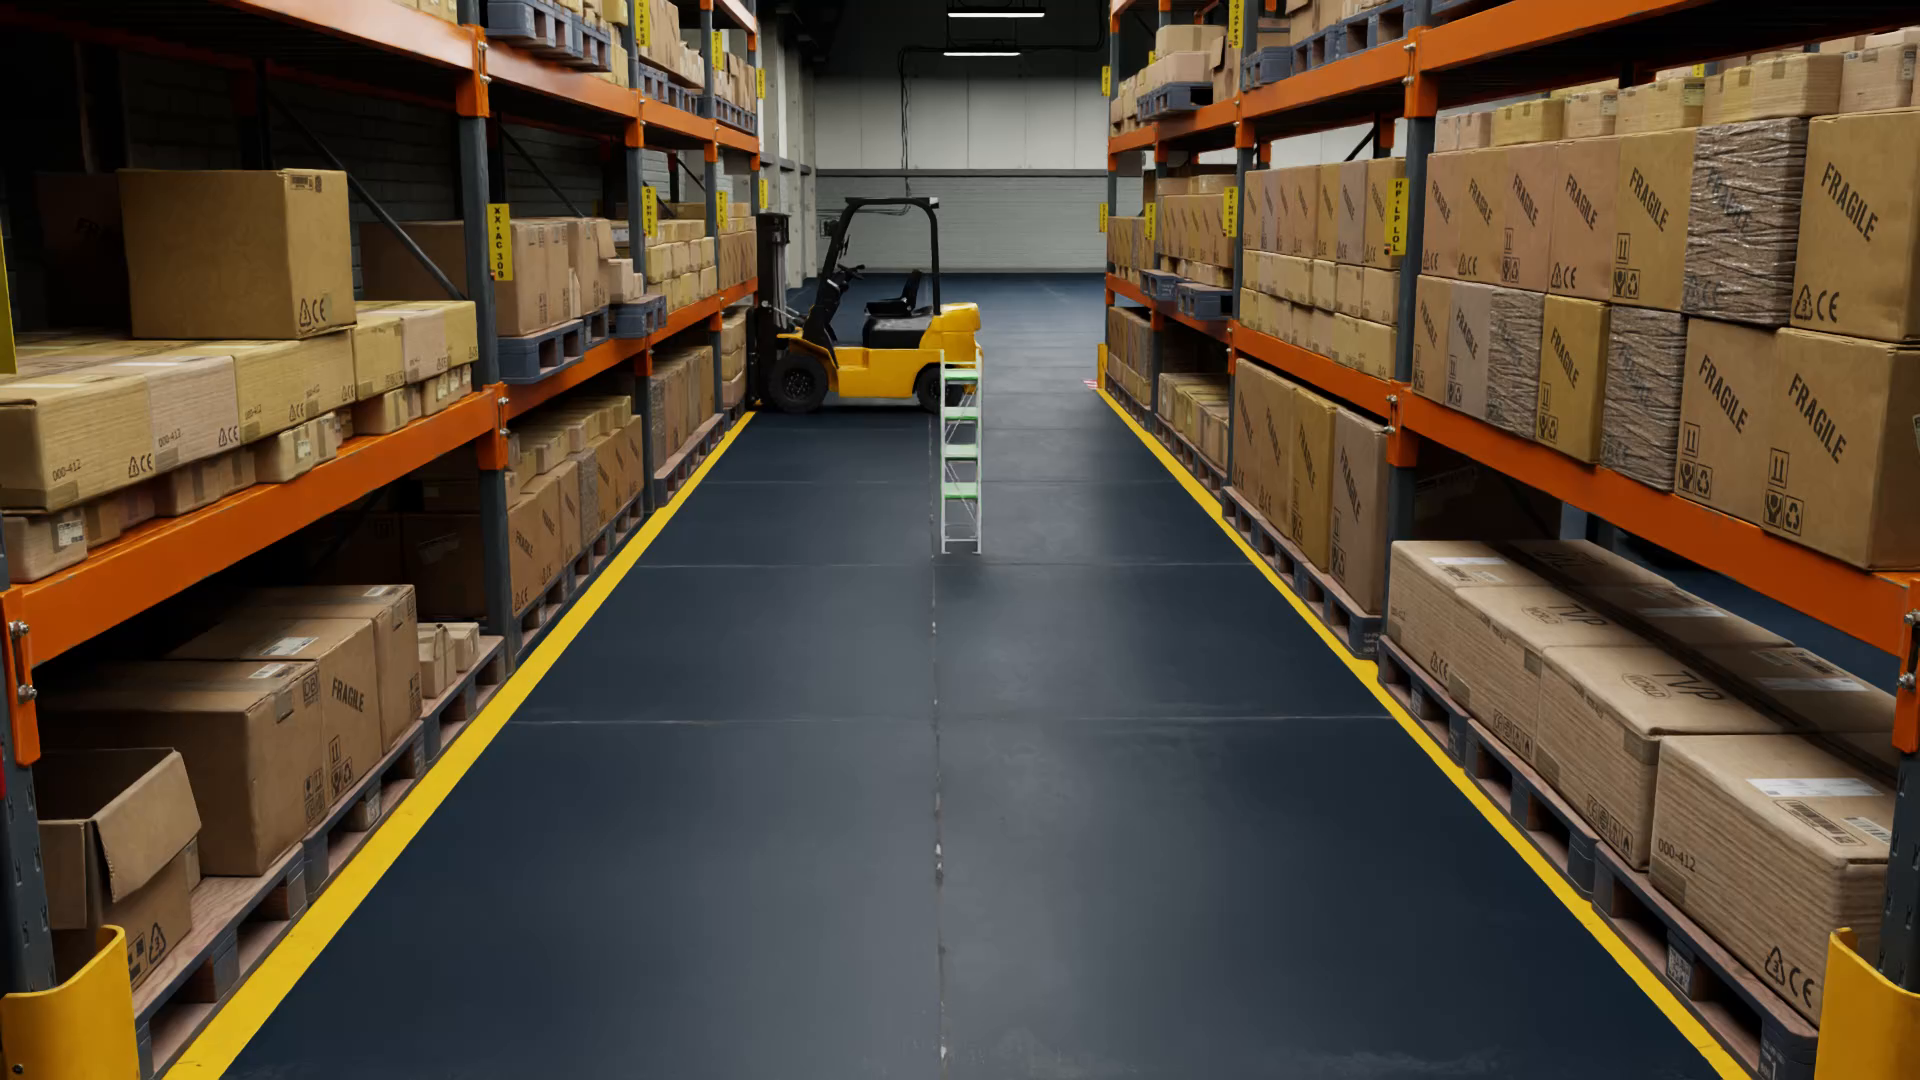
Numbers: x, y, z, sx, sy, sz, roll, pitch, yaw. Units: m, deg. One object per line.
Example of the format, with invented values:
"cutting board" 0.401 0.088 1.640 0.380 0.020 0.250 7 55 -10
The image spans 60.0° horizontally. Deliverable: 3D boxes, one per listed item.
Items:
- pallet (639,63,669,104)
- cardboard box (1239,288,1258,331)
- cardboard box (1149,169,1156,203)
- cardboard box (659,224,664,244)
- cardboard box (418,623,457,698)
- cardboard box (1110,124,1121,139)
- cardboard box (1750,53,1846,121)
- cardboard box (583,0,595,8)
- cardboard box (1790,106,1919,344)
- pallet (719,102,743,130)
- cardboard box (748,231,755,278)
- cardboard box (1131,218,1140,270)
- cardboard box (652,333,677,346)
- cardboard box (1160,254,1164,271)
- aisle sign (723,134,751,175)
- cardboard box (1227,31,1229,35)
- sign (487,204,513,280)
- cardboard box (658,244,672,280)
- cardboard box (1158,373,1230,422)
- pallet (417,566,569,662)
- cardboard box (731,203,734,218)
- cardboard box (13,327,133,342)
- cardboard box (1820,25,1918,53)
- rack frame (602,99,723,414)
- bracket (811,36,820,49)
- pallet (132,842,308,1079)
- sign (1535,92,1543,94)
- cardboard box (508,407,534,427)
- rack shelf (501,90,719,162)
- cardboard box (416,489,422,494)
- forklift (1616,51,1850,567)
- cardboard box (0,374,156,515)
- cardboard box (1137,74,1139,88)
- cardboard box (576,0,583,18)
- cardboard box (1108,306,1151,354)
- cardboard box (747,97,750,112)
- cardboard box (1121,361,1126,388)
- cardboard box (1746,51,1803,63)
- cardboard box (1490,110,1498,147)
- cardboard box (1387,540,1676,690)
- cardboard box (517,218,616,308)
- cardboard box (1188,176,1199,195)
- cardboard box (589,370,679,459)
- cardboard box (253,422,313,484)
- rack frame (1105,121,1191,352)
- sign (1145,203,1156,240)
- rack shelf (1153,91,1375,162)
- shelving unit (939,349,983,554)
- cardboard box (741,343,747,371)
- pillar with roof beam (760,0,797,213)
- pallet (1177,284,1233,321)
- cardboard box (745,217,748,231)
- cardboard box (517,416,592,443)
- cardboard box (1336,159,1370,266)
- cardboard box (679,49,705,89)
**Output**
"pallet" -2.712 -3.161 11.528 1.213 0.211 1.003 0 11 1
"cardboard box" 2.112 -1.499 10.779 0.500 0.250 0.500 0 11 -2
"cardboard box" 2.420 -3.744 17.956 0.700 0.500 0.500 0 11 -1
"cardboard box" -2.377 -2.237 12.157 0.380 0.149 0.250 0 11 -1
"cardboard box" -2.213 0.460 6.565 0.396 0.266 0.258 0 11 1
"cardboard box" 1.871 -4.540 18.482 0.380 0.149 0.250 0 11 -1
"cardboard box" 2.193 -1.109 4.083 0.380 0.149 0.250 0 11 -2
"cardboard box" -2.287 -3.112 9.437 0.380 0.149 0.250 0 11 -2
"cardboard box" 2.271 -0.714 3.768 0.500 0.500 0.500 0 11 1
"pallet" -2.757 -4.282 16.802 1.003 0.211 1.213 0 11 -1
"cardboard box" -2.500 -3.089 17.987 0.500 0.500 0.500 0 11 1
"cardboard box" 1.981 -2.953 16.571 0.500 0.500 0.500 0 11 0
"cardboard box" -2.895 -1.890 15.674 0.500 0.250 0.500 0 11 0
"cardboard box" 1.967 -2.437 14.603 0.380 0.149 0.250 0 11 0
"aisle sign" -2.482 -4.528 18.795 0.394 0.787 0.004 0 11 -1
"cardboard box" 2.411 -4.198 14.228 0.500 0.250 0.500 0 11 0
"sign" -1.984 -1.282 7.157 0.100 0.325 0.005 0 11 -1
"cardboard box" -2.383 -2.010 12.040 0.500 0.250 0.500 0 11 1
"cardboard box" 2.285 -1.279 14.873 0.950 0.372 0.625 0 11 0
"pallet" -2.581 0.351 8.298 1.003 0.211 1.213 0 11 -1
"cardboard box" -2.518 -3.377 17.029 0.380 0.149 0.250 0 11 0
"cardboard box" -2.744 -0.527 5.239 0.500 0.250 0.500 0 11 -1
"cardboard box" 6.985 -3.829 12.785 0.500 0.500 0.500 0 11 -1
"rack frame" -2.691 -2.444 15.064 1.000 3.000 0.127 0 11 -1
"bracket" -3.864 -13.172 43.799 0.076 0.066 4.783 0 11 -1
"pallet" -2.462 1.134 4.438 1.003 0.211 1.213 0 11 -1
"sign" 6.580 -5.237 18.888 0.100 0.325 0.005 0 11 -1
"cardboard box" -2.846 -0.741 10.266 0.380 0.149 0.250 0 11 0
"rack shelf" -2.650 -3.164 12.877 1.077 0.370 4.000 0 11 -1
"cardboard box" -2.833 -0.030 8.393 0.500 0.500 0.500 -1 11 -4
"forklift" 5.639 -1.330 9.745 3.031 2.935 1.130 1 12 5
"cardboard box" -2.183 -0.223 3.741 0.500 0.250 0.500 0 11 -1
"cardboard box" 1.952 -4.523 16.391 0.380 0.149 0.250 0 11 0
"cardboard box" -2.192 -2.822 8.706 0.380 0.149 0.250 0 11 0
"cardboard box" 1.930 -2.320 18.425 0.500 0.500 0.500 -1 11 -3
"cardboard box" -2.453 -4.678 17.852 0.380 0.149 0.250 -1 11 -3
"cardboard box" 1.956 -1.748 17.488 0.500 0.250 0.500 1 11 3
"cardboard box" 7.488 -4.401 15.487 0.500 0.250 0.500 0 11 -1
"cardboard box" 2.252 -1.567 6.340 0.380 0.149 0.250 0 11 -2
"cardboard box" 2.342 0.300 6.925 0.875 0.438 0.875 0 11 -2
"cardboard box" -2.390 -1.582 9.497 0.797 0.503 0.637 -1 11 -2
"cardboard box" 2.053 -2.874 13.492 0.380 0.149 0.250 0 11 2
"cardboard box" -2.629 -0.945 12.590 0.875 0.625 0.625 0 11 1
"cardboard box" -2.153 -0.259 4.922 0.380 0.149 0.250 -1 11 -3
"rack frame" 2.189 -3.261 19.087 1.000 3.000 0.127 0 11 -1
"sign" 1.729 -2.886 15.063 0.100 0.325 0.005 0 11 -1
"rack shelf" 2.313 -3.185 12.981 1.077 0.370 4.000 0 11 -1
"shelving unit" 0.003 -0.555 10.278 0.258 1.200 0.503 0 11 -1
"cardboard box" -2.404 -1.845 16.712 0.500 0.250 0.500 0 11 -2
"pillar with roof beam" 0.271 -9.633 35.410 9.100 9.000 0.548 0 11 -1
"pallet" 2.233 -1.718 11.964 1.213 0.211 1.003 0 11 -1
"cardboard box" -2.508 -3.436 18.069 0.380 0.149 0.250 0 11 0
"cardboard box" -2.382 -0.642 9.778 0.380 0.149 0.250 0 11 -2
"cardboard box" 2.158 -1.605 8.159 0.500 0.500 0.500 0 11 0
"cardboard box" -2.433 -3.983 14.018 0.500 0.311 0.500 -1 11 -3
